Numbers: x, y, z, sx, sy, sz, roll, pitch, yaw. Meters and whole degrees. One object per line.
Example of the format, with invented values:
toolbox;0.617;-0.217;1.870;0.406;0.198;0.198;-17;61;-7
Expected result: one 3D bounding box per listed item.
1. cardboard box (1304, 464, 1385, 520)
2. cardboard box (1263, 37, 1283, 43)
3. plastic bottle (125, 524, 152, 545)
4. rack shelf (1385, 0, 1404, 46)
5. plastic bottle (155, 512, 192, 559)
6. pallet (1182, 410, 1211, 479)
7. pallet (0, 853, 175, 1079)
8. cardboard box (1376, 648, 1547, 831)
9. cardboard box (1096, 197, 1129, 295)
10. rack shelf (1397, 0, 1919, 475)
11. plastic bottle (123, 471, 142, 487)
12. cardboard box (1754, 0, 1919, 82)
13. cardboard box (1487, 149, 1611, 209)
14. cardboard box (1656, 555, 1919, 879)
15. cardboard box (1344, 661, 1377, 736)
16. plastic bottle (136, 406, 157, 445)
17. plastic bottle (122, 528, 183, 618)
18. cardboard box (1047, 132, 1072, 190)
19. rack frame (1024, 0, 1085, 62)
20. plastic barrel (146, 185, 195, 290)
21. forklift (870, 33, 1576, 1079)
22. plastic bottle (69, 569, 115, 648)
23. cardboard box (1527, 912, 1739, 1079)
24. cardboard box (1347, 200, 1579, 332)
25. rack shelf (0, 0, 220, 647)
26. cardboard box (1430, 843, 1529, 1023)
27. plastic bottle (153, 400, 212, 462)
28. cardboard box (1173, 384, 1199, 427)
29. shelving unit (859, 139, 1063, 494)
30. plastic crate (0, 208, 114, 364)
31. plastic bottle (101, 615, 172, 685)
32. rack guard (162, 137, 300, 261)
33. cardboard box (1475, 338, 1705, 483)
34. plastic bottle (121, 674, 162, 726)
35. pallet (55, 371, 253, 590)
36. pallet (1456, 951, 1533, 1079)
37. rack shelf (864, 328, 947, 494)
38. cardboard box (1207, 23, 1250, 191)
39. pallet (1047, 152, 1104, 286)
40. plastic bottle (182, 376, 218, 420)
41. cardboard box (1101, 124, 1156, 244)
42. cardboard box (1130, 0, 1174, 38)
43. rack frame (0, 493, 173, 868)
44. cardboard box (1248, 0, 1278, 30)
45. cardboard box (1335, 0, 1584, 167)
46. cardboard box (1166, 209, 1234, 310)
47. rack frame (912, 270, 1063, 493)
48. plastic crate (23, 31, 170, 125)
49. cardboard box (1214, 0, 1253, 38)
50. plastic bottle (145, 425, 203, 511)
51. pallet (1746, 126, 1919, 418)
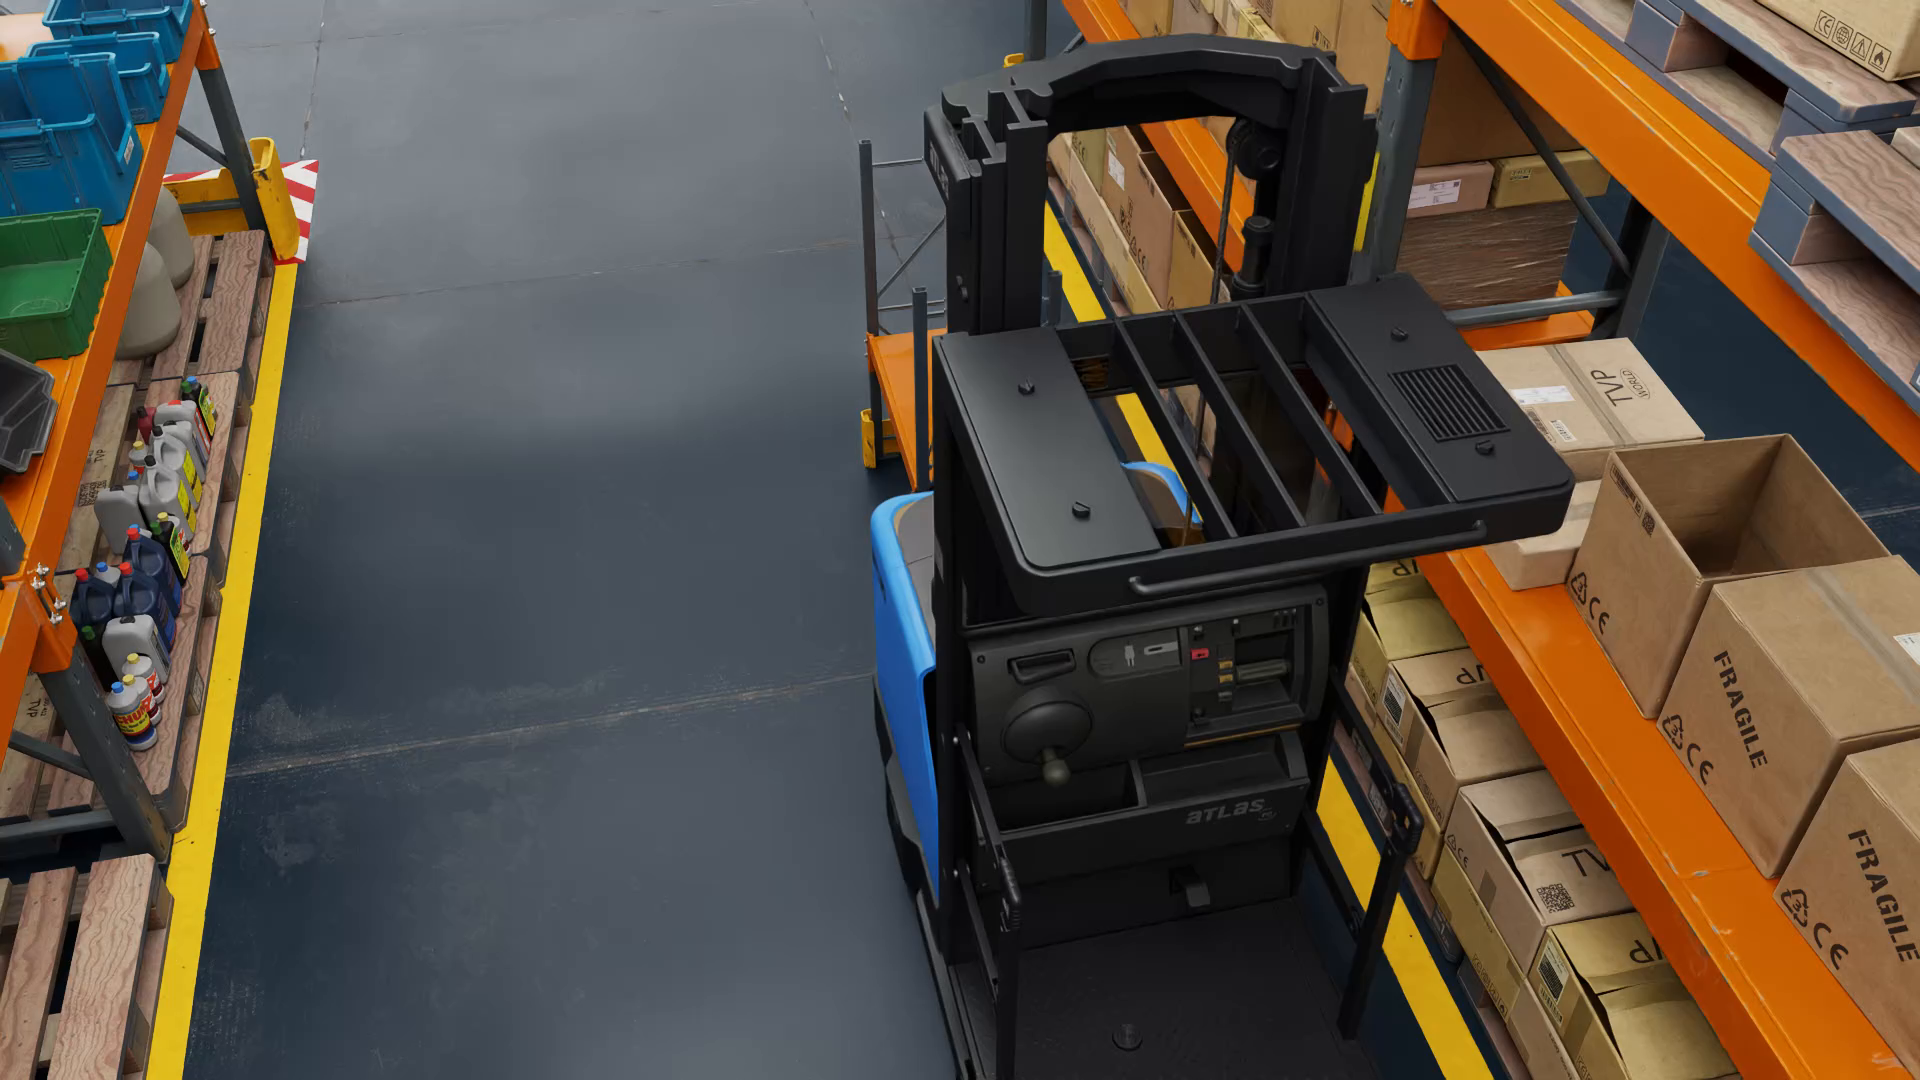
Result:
cardboard box;1.388;-0.113;6.372;0.500;0.250;0.500;-8;42;-9
cardboard box;1.266;-1.640;5.774;0.380;0.149;0.250;-8;42;-9
plastic bottle;-3.014;0.053;6.154;0.097;0.271;0.097;0;42;0
rack shelf;1.270;-2.864;5.999;1.077;0.370;4.000;-8;42;-9
plastic bottle;-2.984;-0.017;6.286;0.097;0.201;0.097;0;42;0
pallet;1.571;-0.193;6.809;1.003;0.211;1.213;-8;42;-9
pallet;-2.928;1.539;4.857;1.003;0.211;1.213;-8;42;-9
cardboard box;1.651;0.576;5.174;0.500;0.311;0.500;-9;42;-10
cardboard box;0.956;-1.409;7.833;0.500;0.250;0.500;-8;42;-9
rack shelf;2.134;-0.271;3.078;1.077;0.370;4.000;-8;42;-9
plastic bottle;-3.186;-0.181;6.471;0.097;0.201;0.097;0;42;0
cardboard box;1.947;-1.181;3.358;0.500;0.250;0.500;-12;43;-13
cardboard box;1.833;-1.197;5.275;0.380;0.149;0.250;-8;42;-9
cardboard box;2.073;0.414;3.949;0.500;0.500;0.500;-8;42;-9
cardboard box;1.547;0.454;5.734;0.500;0.250;0.500;-9;42;-10
plastic bottle;-3.251;-0.438;6.699;0.061;0.283;0.133;-8;42;-9
plastic bottle;-2.945;0.114;6.026;0.144;0.351;0.185;-10;43;-11
cardboard box;0.737;-2.057;8.562;0.500;0.250;0.500;-8;42;-9
rack frame;0.838;-3.308;8.217;1.000;3.000;0.127;-8;42;-9
plastic barrel;-3.782;-1.411;7.638;0.421;0.512;0.421;0;42;0
forklift;0.537;0.455;4.030;1.130;2.935;3.031;-9;42;-10
plastic bottle;-3.045;0.257;5.865;0.144;0.351;0.185;-8;42;-9
cardboard box;1.881;1.247;4.418;0.500;0.311;0.500;-7;42;-8
cardboard box;1.600;-1.039;5.585;0.700;0.500;0.500;-9;42;-10
rack shelf;-3.567;-1.035;6.198;1.077;0.370;4.000;-8;42;-9
cardboard box;1.771;1.120;4.983;0.500;0.250;0.500;-10;42;-11
plastic bottle;-3.147;-0.451;6.719;0.152;0.276;0.135;-8;42;-9
cardboard box;1.168;-0.760;7.102;0.500;0.250;0.500;-8;42;-9
shelving unit;-0.016;-0.610;6.308;0.587;1.500;1.083;-8;42;-9
plastic crate;-3.153;-0.848;5.606;0.450;0.188;0.662;-8;42;-9
plastic bottle;-2.873;0.372;5.792;0.152;0.276;0.135;-7;42;-8
rack guard;-3.937;-1.623;8.202;1.175;0.500;0.348;-8;42;-9
cardboard box;1.851;-0.346;4.993;0.500;0.250;0.500;-6;42;-7
plastic bottle;-2.798;0.539;5.659;0.097;0.201;0.097;0;42;0
pallet;-3.507;-0.198;6.814;1.003;0.211;1.213;-8;42;-9
pallet;2.166;1.593;4.797;1.003;0.211;1.213;-8;42;-9
rack shelf;-0.018;-0.482;6.434;0.538;0.185;1.000;-8;42;-9
cardboard box;1.375;-1.706;6.336;0.700;0.500;0.500;-8;42;-9
pallet;1.044;-1.775;8.590;1.003;0.211;1.213;-8;42;-9
plastic bottle;-3.174;-0.591;6.932;0.097;0.201;0.097;0;42;0
cardboard box;0.967;-1.691;7.586;0.500;0.500;0.500;-8;42;-9
cardboard box;1.146;-2.378;7.094;0.700;0.500;0.500;-8;42;-9
rack frame;-3.136;-0.007;4.499;1.000;3.000;0.127;-8;42;-9
cardboard box;1.382;-2.176;5.889;0.700;0.500;0.500;-8;42;-9
cardboard box;1.600;-1.524;5.155;0.700;0.500;0.500;-8;42;-9
cardboard box;1.180;-1.042;6.855;0.500;0.500;0.500;-8;42;-9
rack frame;0.091;-0.287;5.943;0.500;1.500;0.032;-8;42;-9
plastic crate;-3.464;-1.841;6.677;0.499;0.251;0.408;-8;42;-9
cardboard box;1.161;-1.964;6.138;0.380;0.149;0.250;-7;42;-8
plastic bottle;-3.077;-0.282;6.473;0.144;0.351;0.185;-7;42;-8
pallet;2.087;-0.325;2.739;1.003;0.211;1.213;-7;42;-7
